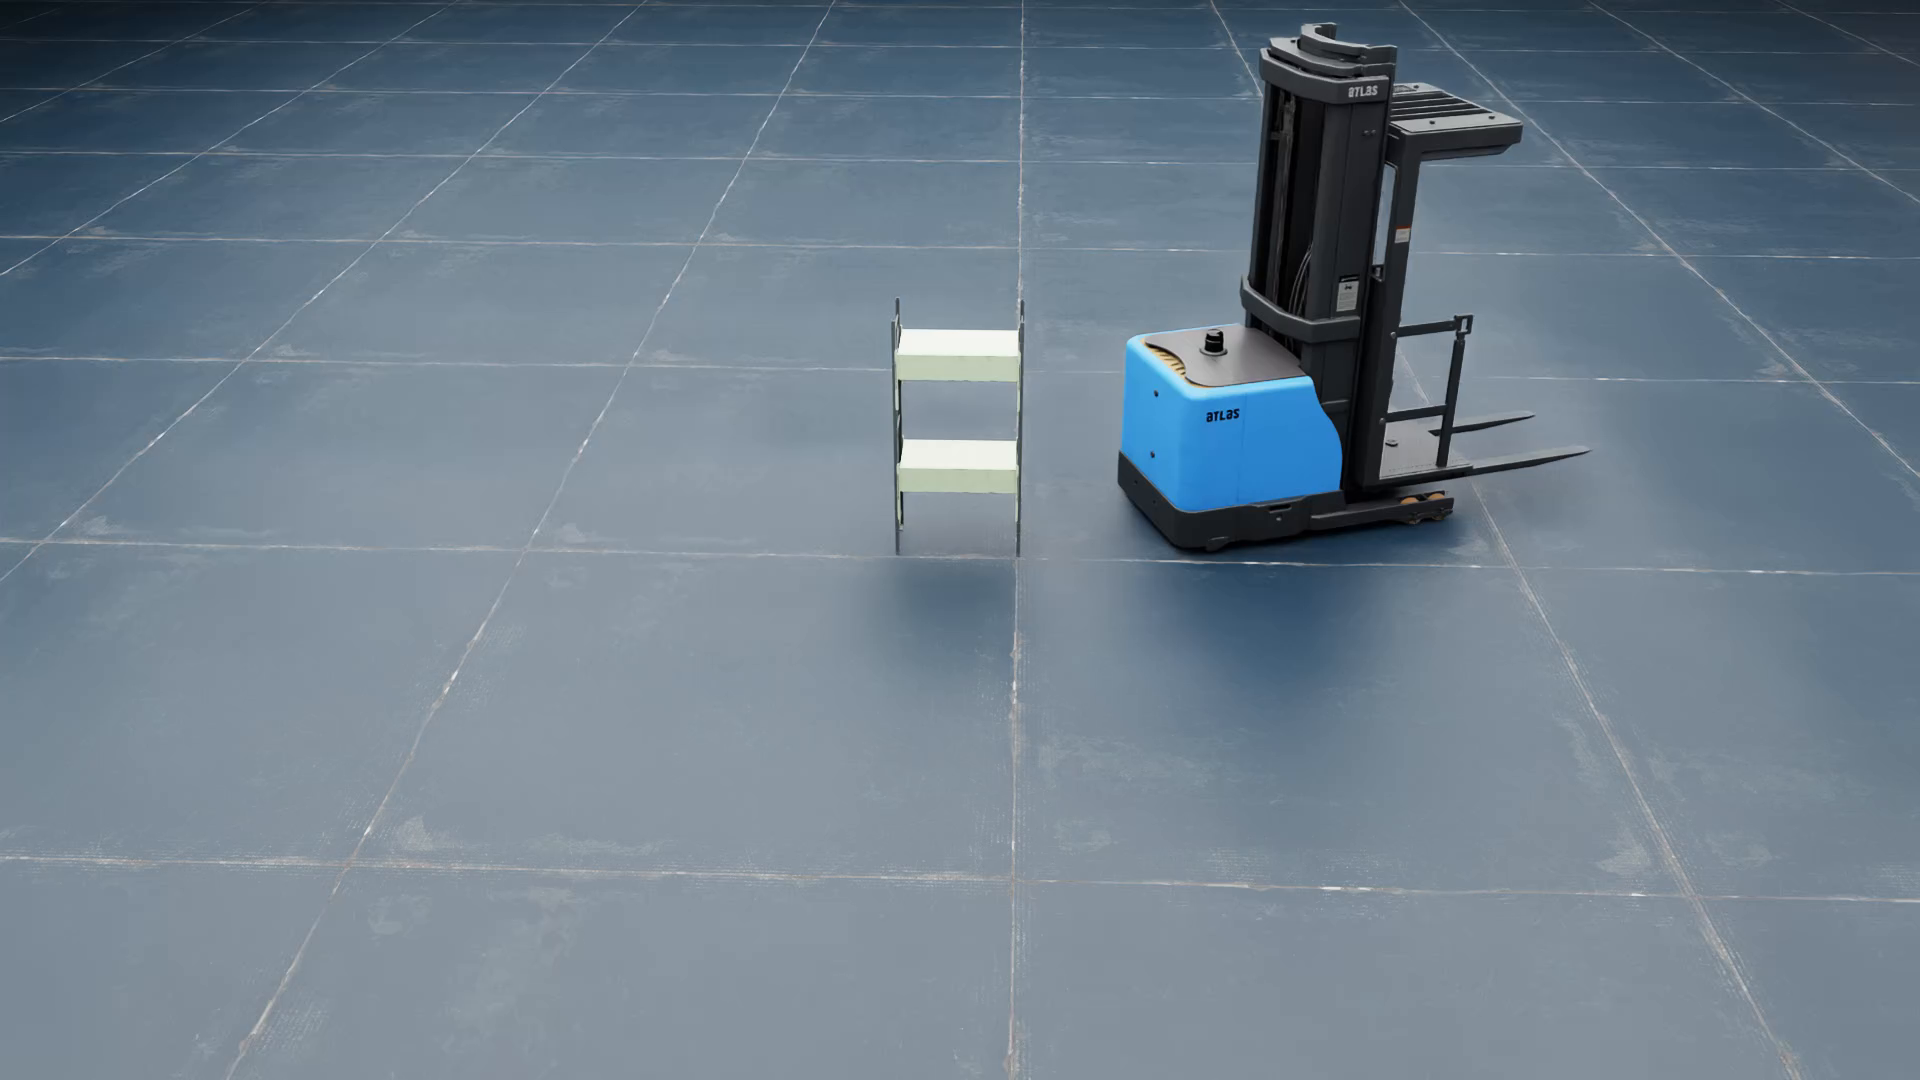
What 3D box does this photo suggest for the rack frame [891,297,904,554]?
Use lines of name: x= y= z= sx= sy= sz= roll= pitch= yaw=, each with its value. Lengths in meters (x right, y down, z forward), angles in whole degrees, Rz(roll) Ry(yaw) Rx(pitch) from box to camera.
rack frame: x=-0.372 y=-0.669 z=9.935 sx=0.023 sy=1.500 sz=0.400 roll=1 pitch=28 yaw=2

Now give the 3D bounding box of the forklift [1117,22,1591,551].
forklift: x=2.599 y=-1.619 z=10.200 sx=3.031 sy=2.935 sz=1.130 roll=-9 pitch=29 yaw=-16

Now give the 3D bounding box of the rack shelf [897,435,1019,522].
rack shelf: x=-0.007 y=-0.375 z=10.077 sx=0.720 sy=0.370 sz=0.431 roll=1 pitch=28 yaw=2

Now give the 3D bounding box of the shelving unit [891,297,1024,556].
shelving unit: x=-0.007 y=-0.663 z=9.924 sx=0.755 sy=1.500 sz=0.431 roll=1 pitch=28 yaw=2

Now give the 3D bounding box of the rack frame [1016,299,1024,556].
rack frame: x=0.359 y=-0.657 z=9.913 sx=0.023 sy=1.500 sz=0.400 roll=1 pitch=28 yaw=2

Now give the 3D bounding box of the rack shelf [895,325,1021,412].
rack shelf: x=-0.007 y=-1.008 z=9.741 sx=0.720 sy=0.370 sz=0.431 roll=1 pitch=28 yaw=2
